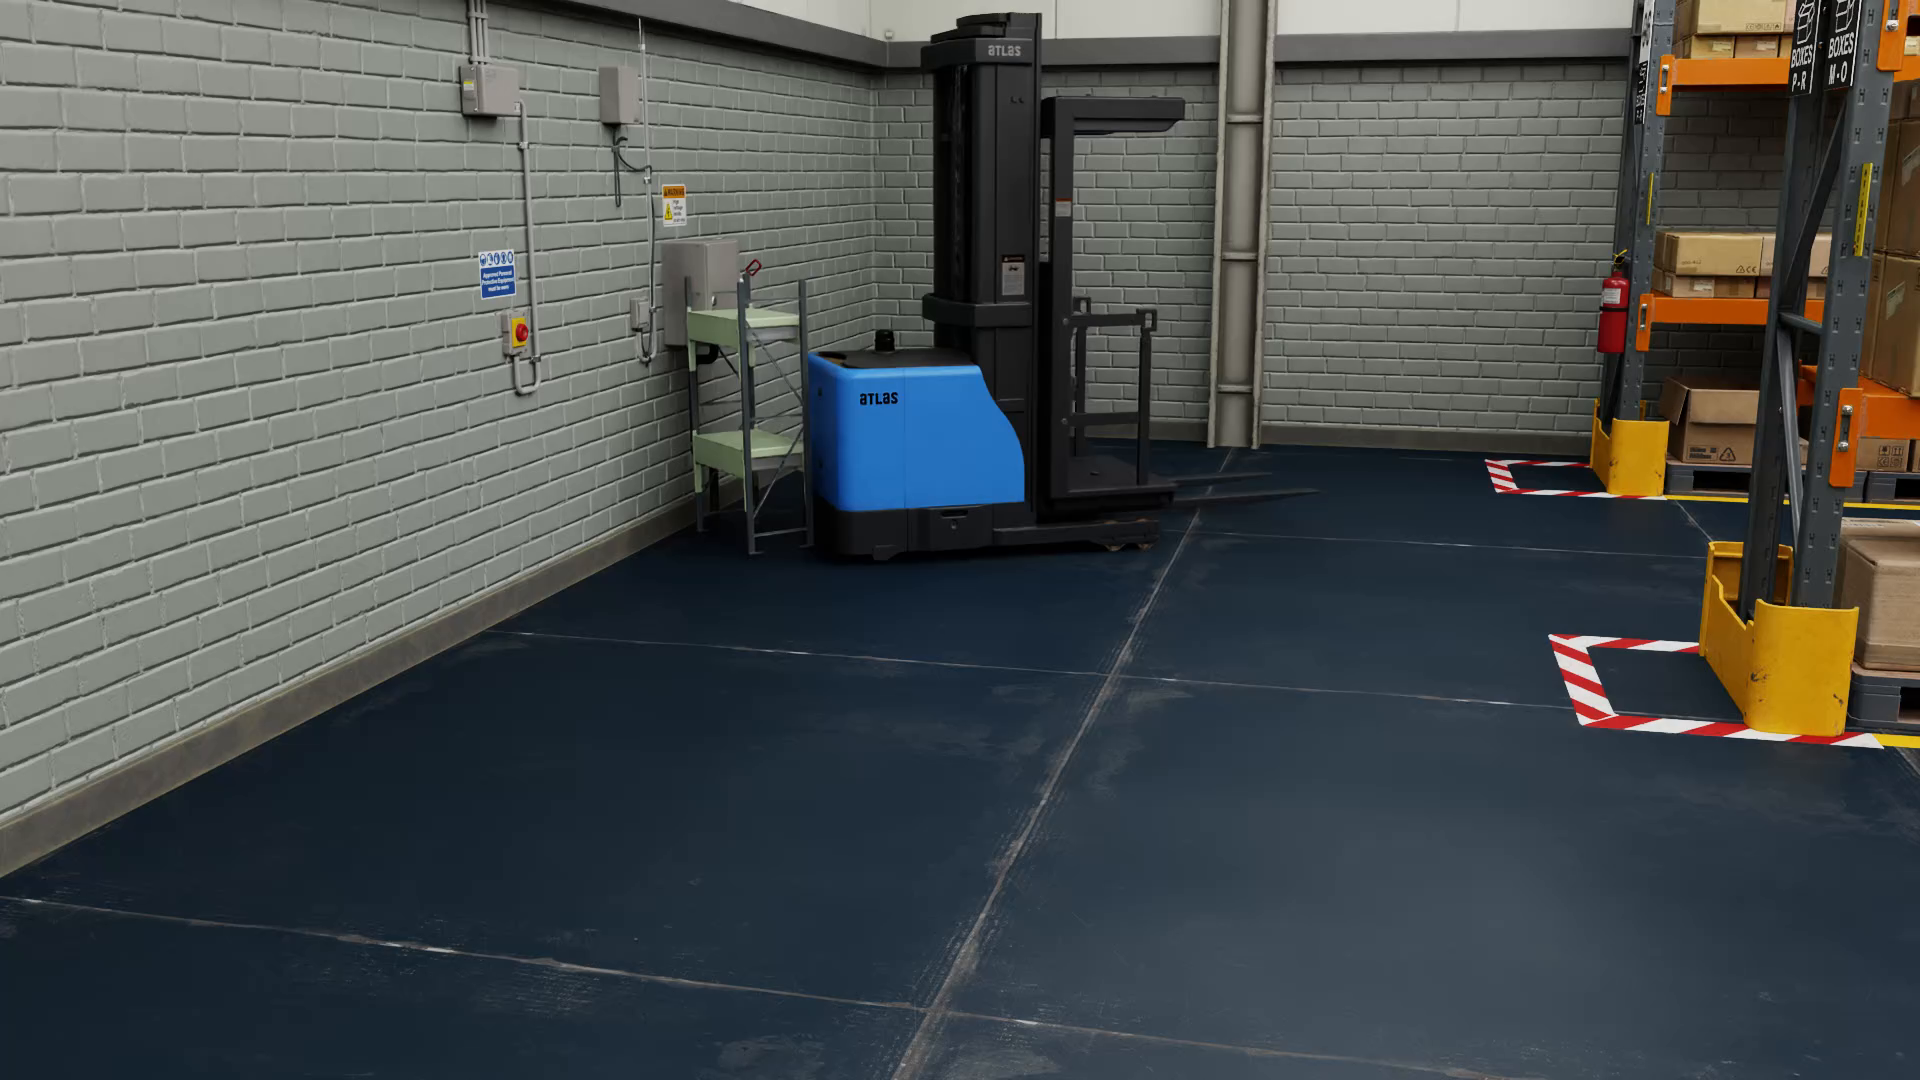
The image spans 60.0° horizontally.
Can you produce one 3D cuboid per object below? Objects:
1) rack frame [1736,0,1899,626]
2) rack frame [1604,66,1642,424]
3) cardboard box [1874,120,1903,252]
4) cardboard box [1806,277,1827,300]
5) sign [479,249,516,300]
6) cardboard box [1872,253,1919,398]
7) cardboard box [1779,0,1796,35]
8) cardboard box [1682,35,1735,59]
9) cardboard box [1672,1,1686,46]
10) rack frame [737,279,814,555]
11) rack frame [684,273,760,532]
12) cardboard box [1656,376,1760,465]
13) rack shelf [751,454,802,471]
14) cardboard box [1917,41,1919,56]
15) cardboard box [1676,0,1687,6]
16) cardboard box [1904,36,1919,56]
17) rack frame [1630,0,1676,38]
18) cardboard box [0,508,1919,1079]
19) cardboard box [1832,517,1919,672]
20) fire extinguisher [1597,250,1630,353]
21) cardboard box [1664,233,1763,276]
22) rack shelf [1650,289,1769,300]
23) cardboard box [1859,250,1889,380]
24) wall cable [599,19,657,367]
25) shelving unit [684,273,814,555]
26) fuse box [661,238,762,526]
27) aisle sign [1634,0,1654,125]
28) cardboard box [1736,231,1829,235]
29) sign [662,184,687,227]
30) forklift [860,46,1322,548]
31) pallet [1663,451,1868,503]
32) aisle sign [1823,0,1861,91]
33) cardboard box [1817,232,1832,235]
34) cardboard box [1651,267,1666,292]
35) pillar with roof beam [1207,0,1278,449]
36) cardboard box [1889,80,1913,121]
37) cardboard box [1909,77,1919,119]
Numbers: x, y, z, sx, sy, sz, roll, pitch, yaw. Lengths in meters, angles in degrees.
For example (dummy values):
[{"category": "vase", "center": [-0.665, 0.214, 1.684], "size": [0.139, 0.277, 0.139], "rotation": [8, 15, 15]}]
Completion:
[{"category": "rack frame", "center": [3.375, -0.839, 6.591], "size": [0.127, 3.000, 1.000], "rotation": [3, 13, 14]}, {"category": "rack frame", "center": [4.560, -1.882, 11.293], "size": [0.053, 2.616, 0.949], "rotation": [3, 13, 14]}, {"category": "cardboard box", "center": [3.900, -1.401, 6.584], "size": [0.500, 0.500, 0.500], "rotation": [4, 13, 15]}, {"category": "cardboard box", "center": [5.567, -1.650, 10.825], "size": [0.250, 0.149, 0.380], "rotation": [3, 13, 15]}, {"category": "sign", "center": [-2.176, -1.252, 7.827], "size": [0.001, 0.218, 0.327], "rotation": [3, 13, 14]}, {"category": "cardboard box", "center": [3.773, -0.803, 6.195], "size": [0.500, 0.500, 0.500], "rotation": [3, 13, 13]}, {"category": "cardboard box", "center": [5.425, -3.317, 10.493], "size": [0.500, 0.250, 0.500], "rotation": [3, 13, 15]}, {"category": "cardboard box", "center": [4.815, -3.159, 10.704], "size": [0.250, 0.149, 0.380], "rotation": [3, 13, 15]}, {"category": "cardboard box", "center": [5.058, -3.454, 11.109], "size": [0.500, 0.250, 0.500], "rotation": [3, 13, 13]}, {"category": "rack frame", "center": [-1.014, -0.676, 9.192], "size": [0.400, 1.500, 0.023], "rotation": [-8, 14, -31]}, {"category": "rack frame", "center": [-1.397, -0.805, 9.802], "size": [0.400, 1.500, 0.023], "rotation": [-8, 14, -31]}, {"category": "cardboard box", "center": [5.132, -0.818, 11.288], "size": [0.637, 0.503, 0.797], "rotation": [3, 13, 11]}, {"category": "rack shelf", "center": [-1.203, -0.492, 9.552], "size": [0.332, 0.071, 0.664], "rotation": [-8, 14, -31]}, {"category": "cardboard box", "center": [6.049, -3.088, 10.381], "size": [0.250, 0.149, 0.380], "rotation": [3, 13, 13]}, {"category": "cardboard box", "center": [5.059, -3.699, 11.062], "size": [0.500, 0.250, 0.500], "rotation": [3, 13, 12]}, {"category": "cardboard box", "center": [5.794, -3.088, 10.381], "size": [0.250, 0.149, 0.380], "rotation": [3, 13, 13]}, {"category": "rack frame", "center": [4.561, -4.812, 10.646], "size": [0.127, 3.000, 1.000], "rotation": [3, 13, 14]}, {"category": "cardboard box", "center": [4.263, 0.002, 6.146], "size": [13.522, 1.550, 6.103], "rotation": [3, 13, 13]}, {"category": "cardboard box", "center": [4.040, 0.220, 6.763], "size": [0.875, 0.438, 0.875], "rotation": [3, 13, 12]}, {"category": "fire extinguisher", "center": [4.307, -1.574, 10.941], "size": [0.183, 0.674, 0.296], "rotation": [3, 13, 14]}, {"category": "cardboard box", "center": [4.937, -1.875, 10.919], "size": [0.500, 0.250, 0.500], "rotation": [3, 13, 14]}, {"category": "rack shelf", "center": [6.503, -1.524, 10.885], "size": [3.809, 0.124, 0.919], "rotation": [3, 13, 14]}, {"category": "cardboard box", "center": [3.907, -0.919, 6.718], "size": [0.500, 0.500, 0.500], "rotation": [3, 13, 14]}, {"category": "wall cable", "center": [-1.776, -1.922, 9.124], "size": [0.122, 1.984, 0.588], "rotation": [3, 13, 14]}, {"category": "shelving unit", "center": [-1.206, -0.740, 9.497], "size": [0.400, 1.500, 0.755], "rotation": [-8, 14, -31]}, {"category": "fuse box", "center": [-1.460, -0.932, 9.984], "size": [0.414, 1.711, 0.539], "rotation": [3, 13, 14]}, {"category": "aisle sign", "center": [4.424, -3.094, 10.752], "size": [0.004, 0.787, 0.394], "rotation": [3, 13, 14]}, {"category": "cardboard box", "center": [5.571, -1.960, 11.302], "size": [0.500, 0.250, 0.500], "rotation": [3, 13, 14]}, {"category": "sign", "center": [-1.674, -1.963, 9.751], "size": [0.001, 0.242, 0.339], "rotation": [3, 13, 14]}, {"category": "forklift", "center": [0.687, -1.437, 9.648], "size": [2.937, 2.843, 1.107], "rotation": [-4, 13, -17]}, {"category": "pallet", "center": [5.409, -0.477, 11.395], "size": [1.213, 0.211, 1.003], "rotation": [3, 13, 14]}, {"category": "aisle sign", "center": [3.236, -2.051, 6.051], "size": [0.004, 0.787, 0.394], "rotation": [3, 13, 14]}, {"category": "cardboard box", "center": [6.051, -1.933, 11.182], "size": [0.500, 0.250, 0.500], "rotation": [3, 13, 15]}, {"category": "cardboard box", "center": [4.947, -1.800, 11.500], "size": [0.250, 0.149, 0.380], "rotation": [3, 13, 13]}, {"category": "pillar with roof beam", "center": [1.128, -4.236, 8.051], "size": [0.400, 9.000, 9.100], "rotation": [3, 13, 14]}, {"category": "cardboard box", "center": [3.772, -1.716, 6.507], "size": [0.250, 0.149, 0.380], "rotation": [3, 13, 14]}, {"category": "cardboard box", "center": [3.654, -1.616, 6.056], "size": [0.250, 0.149, 0.380], "rotation": [3, 13, 15]}]
